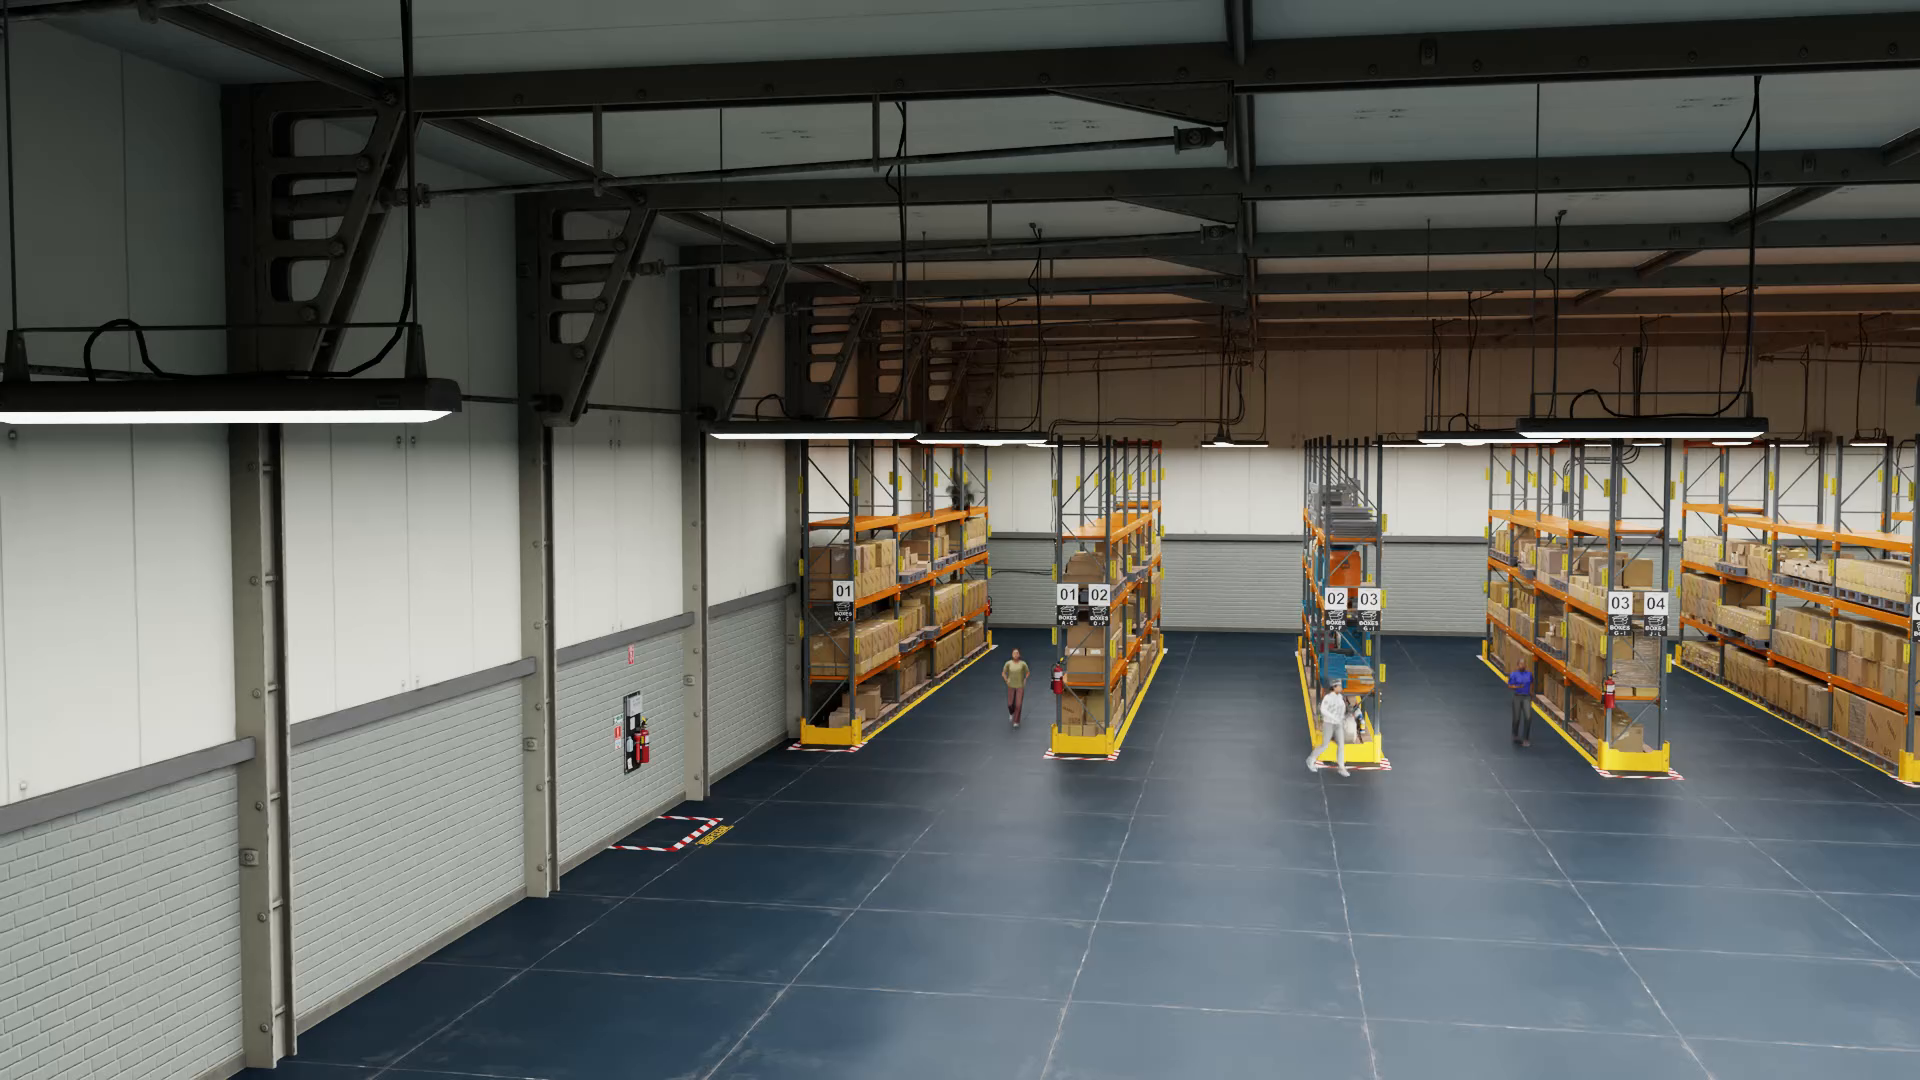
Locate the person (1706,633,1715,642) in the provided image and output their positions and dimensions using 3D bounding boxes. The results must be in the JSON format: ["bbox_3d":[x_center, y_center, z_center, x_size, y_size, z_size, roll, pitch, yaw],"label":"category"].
[{"bbox_3d":[20.693,2.513,45.603,0.727,1.525,0.551,-3,4,-43],"label":"person"}]

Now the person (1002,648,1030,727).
[{"bbox_3d":[1.164,3.045,34.453,0.578,1.619,0.568,0,3,2],"label":"person"}]

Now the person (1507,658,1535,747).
[{"bbox_3d":[10.901,3.153,32.271,0.556,1.715,0.714,0,3,7],"label":"person"}]

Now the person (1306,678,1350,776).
[{"bbox_3d":[6.635,3.274,29.379,0.667,1.659,0.887,-2,4,-37],"label":"person"}]
